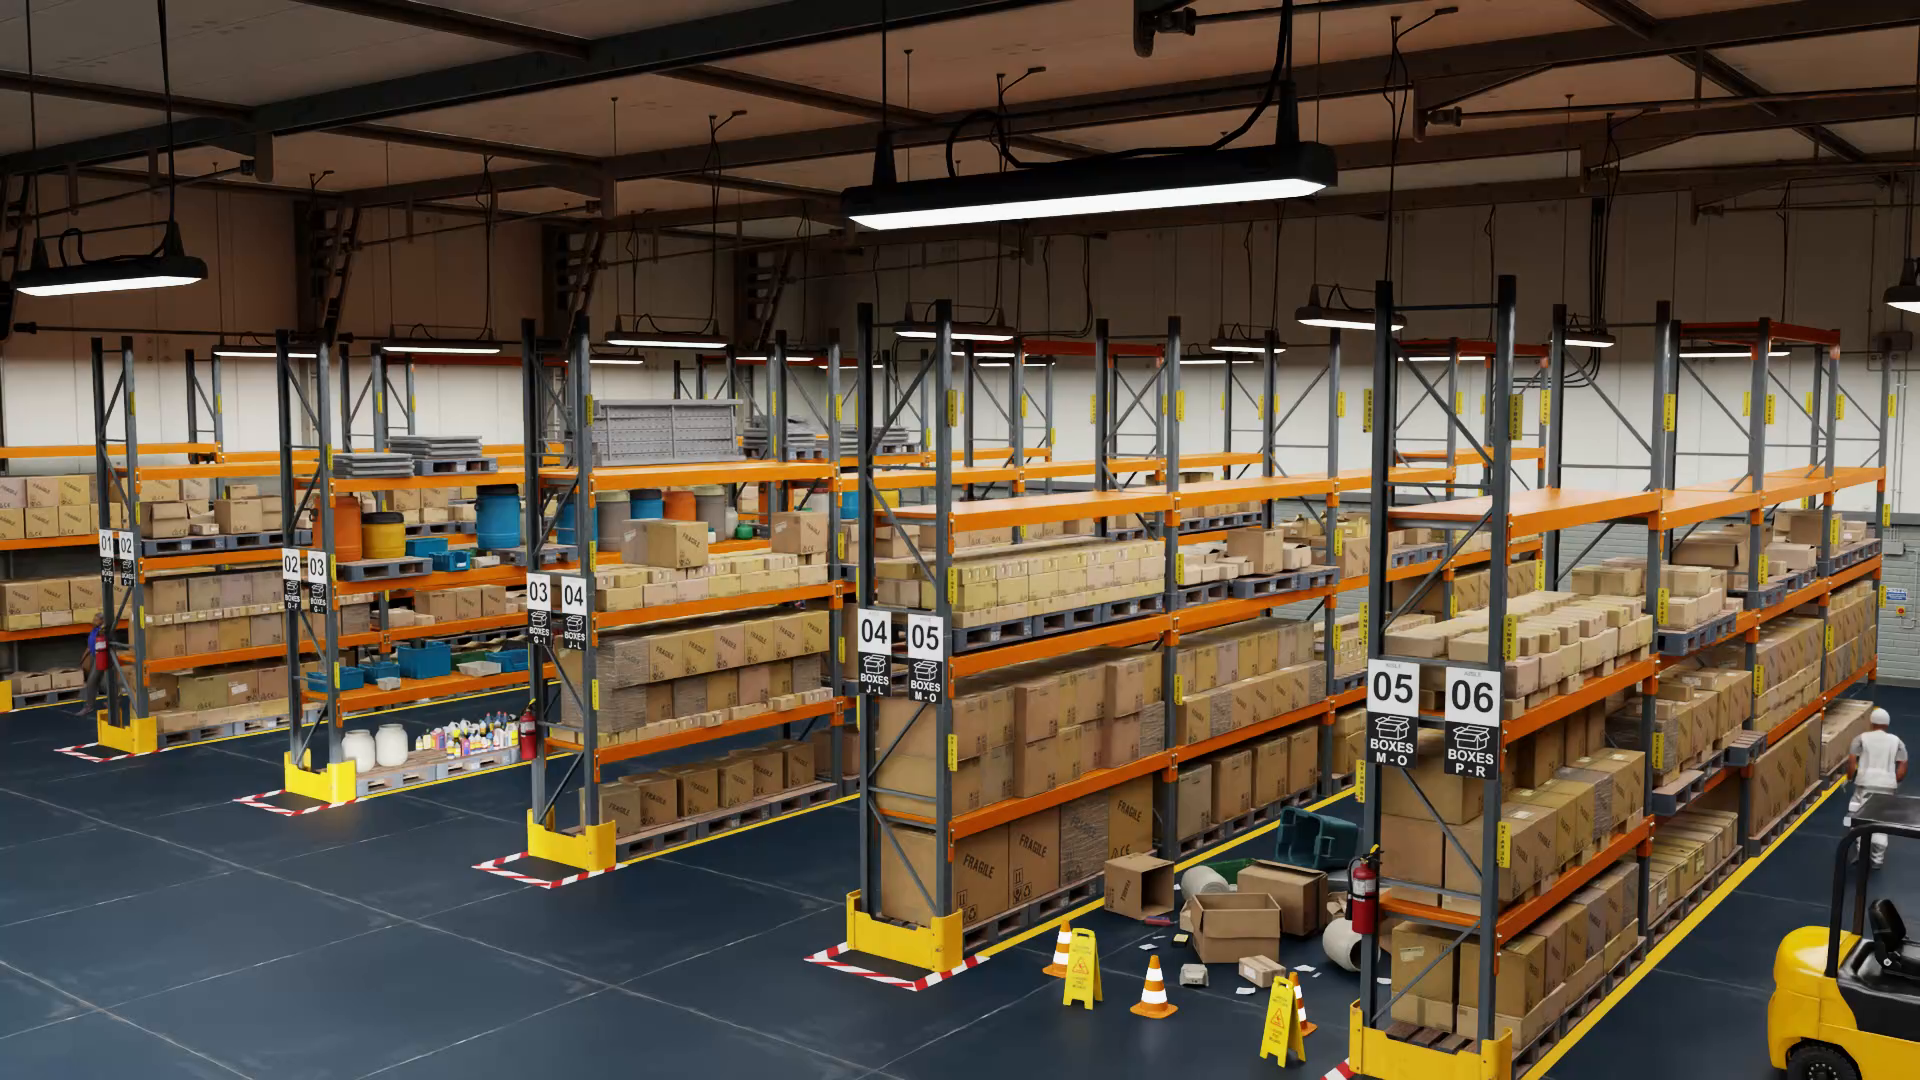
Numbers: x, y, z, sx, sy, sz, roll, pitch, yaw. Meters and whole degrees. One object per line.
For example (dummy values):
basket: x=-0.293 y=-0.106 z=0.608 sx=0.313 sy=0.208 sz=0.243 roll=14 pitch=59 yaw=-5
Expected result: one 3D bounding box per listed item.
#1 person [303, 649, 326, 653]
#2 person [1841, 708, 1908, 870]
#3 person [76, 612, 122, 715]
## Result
person: x=-11.574 y=1.699 z=29.847 sx=0.612 sy=1.805 sz=0.715 roll=1 pitch=5 yaw=11
person: x=10.012 y=2.730 z=18.189 sx=0.626 sy=1.729 sz=0.723 roll=2 pitch=5 yaw=22
person: x=-14.081 y=2.001 z=27.197 sx=0.538 sy=1.650 sz=0.785 roll=3 pitch=6 yaw=33
